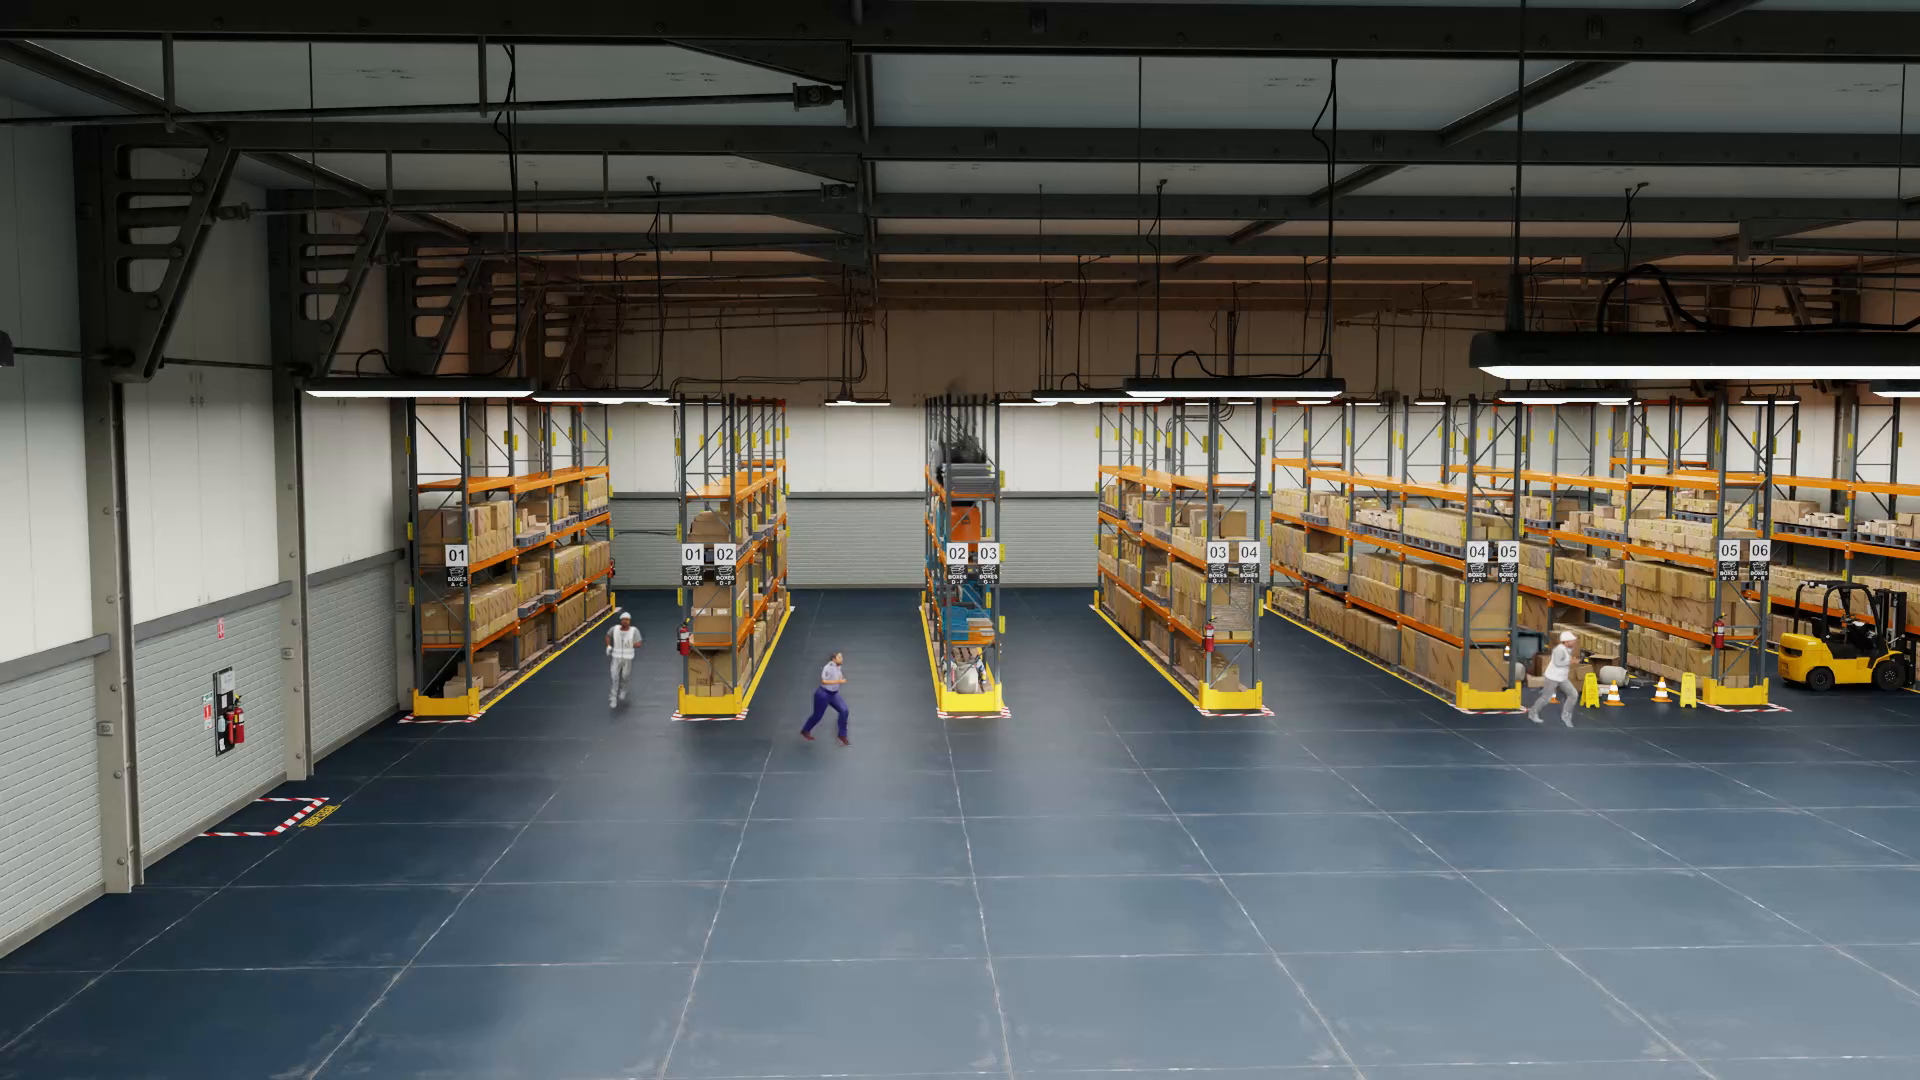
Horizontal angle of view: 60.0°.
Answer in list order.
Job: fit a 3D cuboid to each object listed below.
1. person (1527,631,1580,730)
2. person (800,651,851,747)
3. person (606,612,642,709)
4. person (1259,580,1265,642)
[{"bbox_3d":[10.662,2.503,29.816,0.940,1.773,0.650,4,6,44],"label":"person"},{"bbox_3d":[-2.308,2.692,28.299,0.941,1.662,0.601,3,5,30],"label":"person"},{"bbox_3d":[-6.497,2.289,32.134,0.693,1.787,0.938,-1,5,-8],"label":"person"},{"bbox_3d":[7.240,1.635,41.146,0.690,1.767,0.923,-1,5,-9],"label":"person"}]
